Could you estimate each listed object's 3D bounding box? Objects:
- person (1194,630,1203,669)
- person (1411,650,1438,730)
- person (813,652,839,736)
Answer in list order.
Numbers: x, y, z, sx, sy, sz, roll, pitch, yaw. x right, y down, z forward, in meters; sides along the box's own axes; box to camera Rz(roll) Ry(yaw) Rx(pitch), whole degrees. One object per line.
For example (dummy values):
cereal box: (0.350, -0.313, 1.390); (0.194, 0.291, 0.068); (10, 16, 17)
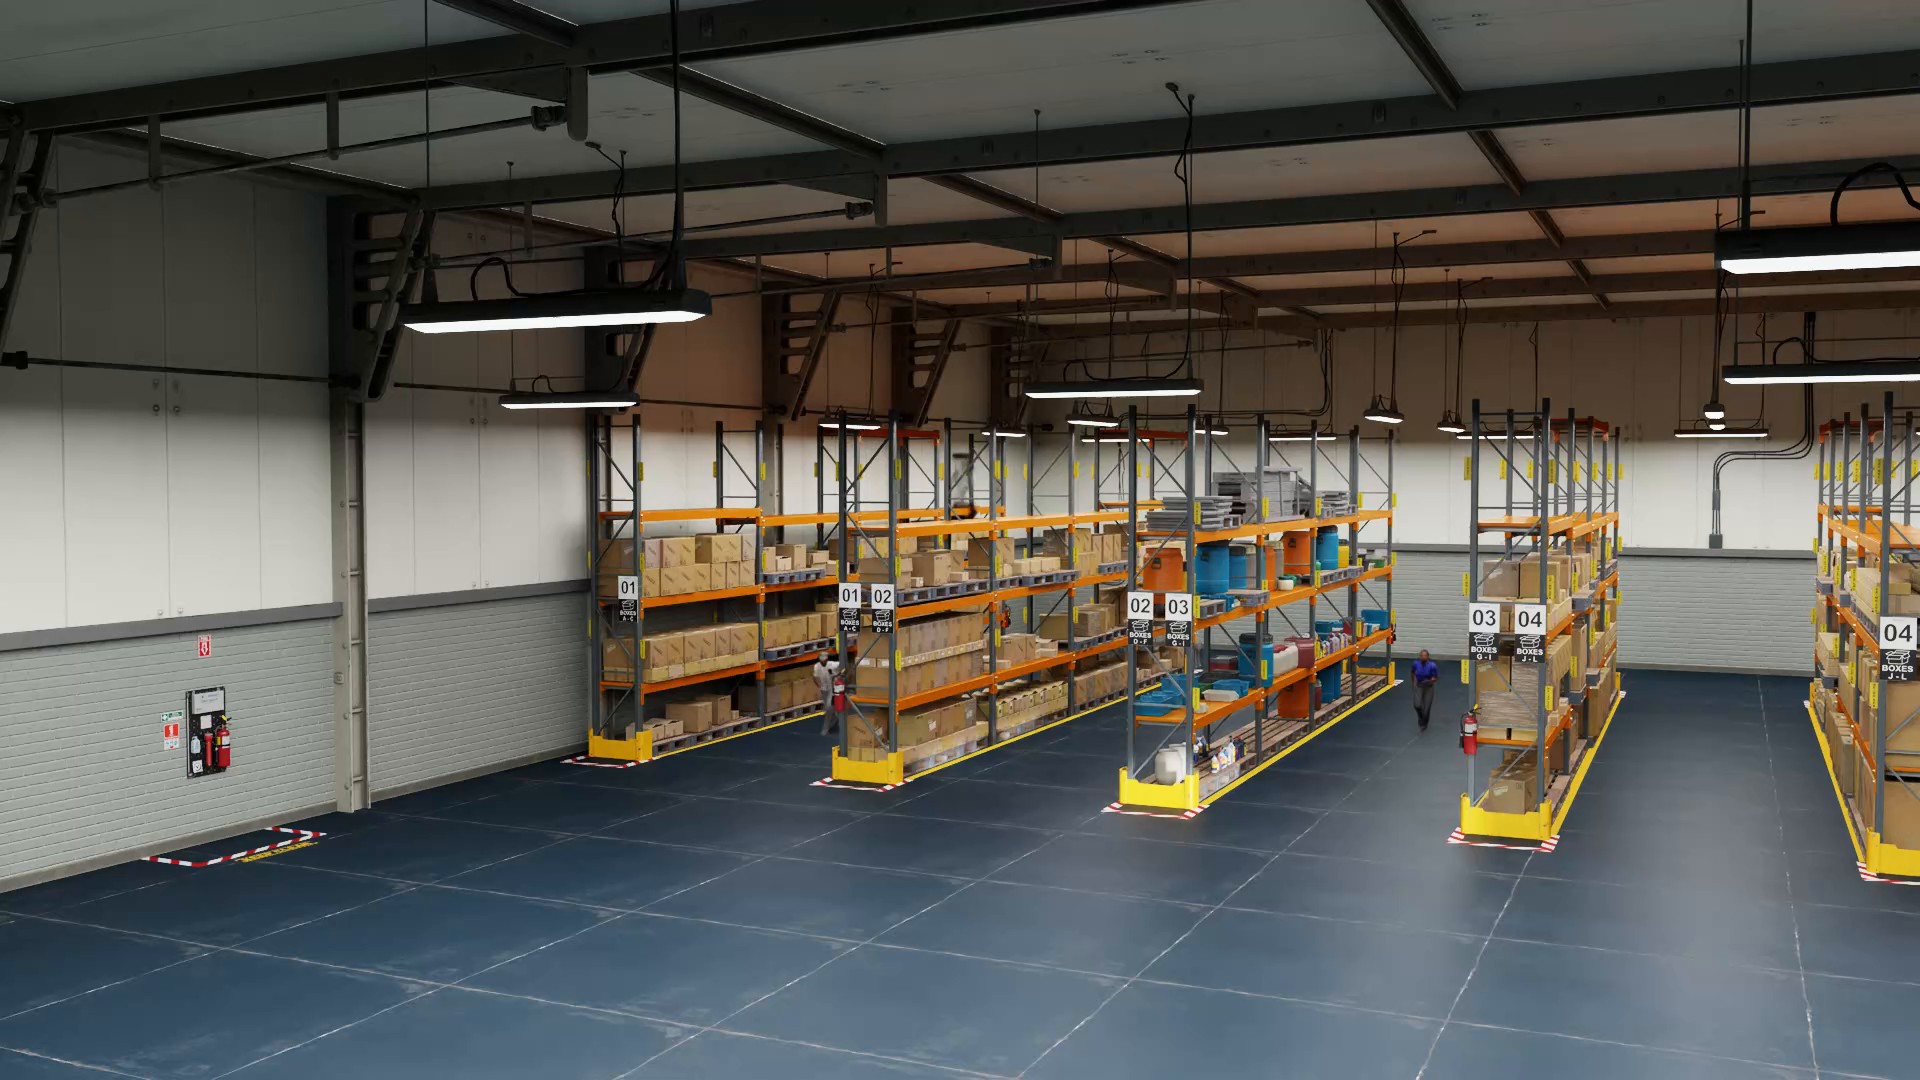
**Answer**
person: (5.885, 2.409, 42.493); (0.859, 1.765, 0.656); (2, 3, 33)
person: (8.890, 2.879, 31.868); (0.532, 1.577, 0.706); (1, 3, 21)
person: (-2.493, 2.924, 31.952); (0.617, 1.625, 0.988); (0, 2, 11)
